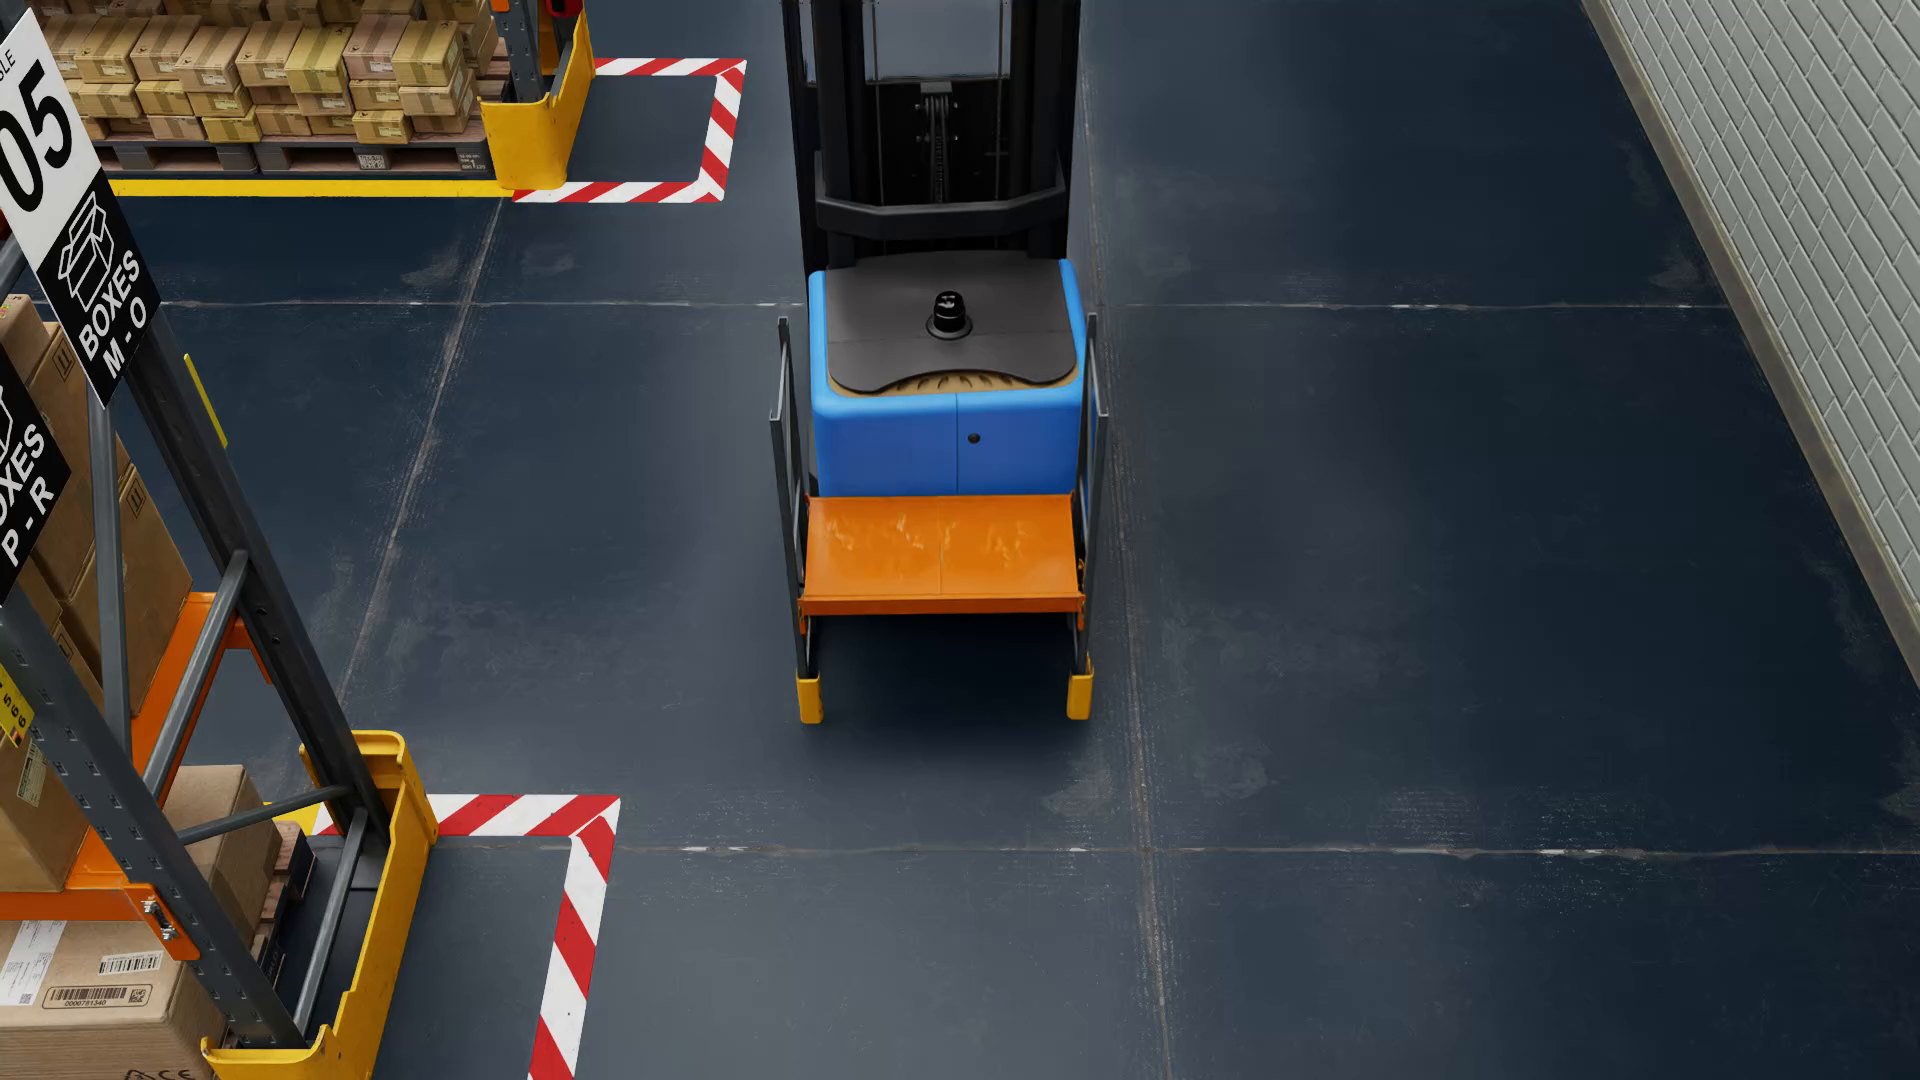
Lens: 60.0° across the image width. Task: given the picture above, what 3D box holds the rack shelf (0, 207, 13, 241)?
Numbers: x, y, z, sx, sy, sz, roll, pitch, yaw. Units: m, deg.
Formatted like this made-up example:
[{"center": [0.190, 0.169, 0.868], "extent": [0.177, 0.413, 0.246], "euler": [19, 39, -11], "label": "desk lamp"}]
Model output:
[{"center": [-4.040, -0.398, 3.594], "extent": [4.000, 0.370, 1.077], "euler": [0, 47, 0], "label": "rack shelf"}]

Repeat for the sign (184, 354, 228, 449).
[{"center": [-2.032, -0.343, 4.456], "extent": [0.005, 0.325, 0.100], "euler": [0, 47, 0], "label": "sign"}]

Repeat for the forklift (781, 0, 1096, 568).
[{"center": [-0.123, -1.840, 6.541], "extent": [1.130, 2.935, 3.031], "euler": [-3, 47, -3], "label": "forklift"}]

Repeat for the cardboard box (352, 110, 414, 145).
[{"center": [-2.907, -2.186, 8.477], "extent": [0.250, 0.149, 0.380], "euler": [1, 47, 1], "label": "cardboard box"}]

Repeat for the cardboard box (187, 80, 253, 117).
[{"center": [-3.689, -2.297, 8.377], "extent": [0.250, 0.149, 0.380], "euler": [1, 47, 1], "label": "cardboard box"}]

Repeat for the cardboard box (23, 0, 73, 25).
[{"center": [-4.731, -2.856, 8.694], "extent": [0.250, 0.149, 0.380], "euler": [-2, 47, -2], "label": "cardboard box"}]

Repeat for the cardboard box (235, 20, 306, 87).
[{"center": [-3.422, -2.427, 8.295], "extent": [0.250, 0.149, 0.380], "euler": [-2, 47, -1], "label": "cardboard box"}]

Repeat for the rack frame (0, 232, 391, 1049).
[{"center": [-2.040, 0.385, 4.423], "extent": [0.127, 3.000, 1.000], "euler": [0, 47, 0], "label": "rack frame"}]

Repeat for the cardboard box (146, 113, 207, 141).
[{"center": [-3.947, -2.211, 8.500], "extent": [0.250, 0.149, 0.380], "euler": [1, 47, 1], "label": "cardboard box"}]

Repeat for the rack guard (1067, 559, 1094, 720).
[{"center": [0.439, 0.371, 6.314], "extent": [0.087, 0.250, 0.587], "euler": [-1, 47, -1], "label": "rack guard"}]

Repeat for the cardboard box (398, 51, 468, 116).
[{"center": [-2.651, -2.304, 8.384], "extent": [0.250, 0.149, 0.380], "euler": [-1, 47, -1], "label": "cardboard box"}]

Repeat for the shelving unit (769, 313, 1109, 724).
[{"center": [-0.059, -0.048, 5.851], "extent": [1.083, 1.500, 0.587], "euler": [-1, 47, -1], "label": "shelving unit"}]

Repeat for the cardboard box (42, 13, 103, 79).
[{"center": [-4.463, -2.478, 8.342], "extent": [0.250, 0.149, 0.380], "euler": [-2, 47, -1], "label": "cardboard box"}]

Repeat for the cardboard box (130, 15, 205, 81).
[{"center": [-3.954, -2.469, 8.334], "extent": [0.250, 0.149, 0.380], "euler": [-1, 47, -1], "label": "cardboard box"}]

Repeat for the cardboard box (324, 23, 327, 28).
[{"center": [-3.420, -2.759, 8.807], "extent": [0.250, 0.149, 0.380], "euler": [1, 47, 1], "label": "cardboard box"}]

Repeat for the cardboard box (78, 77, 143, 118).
[{"center": [-4.221, -2.291, 8.372], "extent": [0.250, 0.149, 0.380], "euler": [1, 47, 1], "label": "cardboard box"}]

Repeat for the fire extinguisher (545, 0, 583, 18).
[{"center": [-1.872, -2.747, 7.646], "extent": [0.183, 0.674, 0.296], "euler": [0, 47, 0], "label": "fire extinguisher"}]

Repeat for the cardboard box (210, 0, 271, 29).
[{"center": [-3.698, -2.818, 8.659], "extent": [0.250, 0.149, 0.380], "euler": [2, 47, 2], "label": "cardboard box"}]

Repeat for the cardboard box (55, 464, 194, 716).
[{"center": [-2.519, 0.139, 4.584], "extent": [0.500, 0.500, 0.500], "euler": [0, 47, 0], "label": "cardboard box"}]

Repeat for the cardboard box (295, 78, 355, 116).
[{"center": [-3.171, -2.305, 8.384], "extent": [0.250, 0.149, 0.380], "euler": [-2, 47, -1], "label": "cardboard box"}]

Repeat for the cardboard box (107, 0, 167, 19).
[{"center": [-4.213, -2.783, 8.626], "extent": [0.250, 0.149, 0.380], "euler": [0, 47, 0], "label": "cardboard box"}]

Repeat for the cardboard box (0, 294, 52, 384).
[{"center": [-2.394, -0.415, 3.973], "extent": [0.250, 0.149, 0.380], "euler": [1, 47, 1], "label": "cardboard box"}]

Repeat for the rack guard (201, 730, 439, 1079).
[{"center": [-2.016, 1.237, 5.338], "extent": [0.348, 0.500, 1.175], "euler": [0, 47, 0], "label": "rack guard"}]

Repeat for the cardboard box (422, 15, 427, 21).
[{"center": [-2.919, -2.743, 8.793], "extent": [0.250, 0.149, 0.380], "euler": [0, 47, 0], "label": "cardboard box"}]

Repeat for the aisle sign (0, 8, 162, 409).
[{"center": [-1.967, -0.713, 3.669], "extent": [0.004, 0.787, 0.394], "euler": [0, 47, 0], "label": "aisle sign"}]

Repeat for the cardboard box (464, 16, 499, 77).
[{"center": [-2.645, -2.646, 8.905], "extent": [0.250, 0.149, 0.380], "euler": [1, 47, 1], "label": "cardboard box"}]

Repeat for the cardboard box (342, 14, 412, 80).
[{"center": [-2.904, -2.472, 8.337], "extent": [0.250, 0.149, 0.380], "euler": [1, 47, 1], "label": "cardboard box"}]

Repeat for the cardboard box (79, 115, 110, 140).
[{"center": [-4.462, -2.211, 8.501], "extent": [0.250, 0.149, 0.380], "euler": [-1, 47, -1], "label": "cardboard box"}]

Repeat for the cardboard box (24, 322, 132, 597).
[{"center": [-2.519, -0.200, 4.216], "extent": [0.500, 0.500, 0.500], "euler": [-1, 47, -1], "label": "cardboard box"}]

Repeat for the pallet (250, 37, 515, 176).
[{"center": [-3.011, -2.317, 8.843], "extent": [1.213, 0.211, 1.003], "euler": [0, 47, 0], "label": "pallet"}]

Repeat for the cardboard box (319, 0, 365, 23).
[{"center": [-3.173, -2.871, 8.708], "extent": [0.250, 0.149, 0.380], "euler": [0, 47, 0], "label": "cardboard box"}]

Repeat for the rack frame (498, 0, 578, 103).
[{"center": [-2.122, -3.239, 7.796], "extent": [0.127, 3.000, 1.000], "euler": [0, 47, 0], "label": "rack frame"}]

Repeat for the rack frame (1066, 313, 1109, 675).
[{"center": [0.440, -0.054, 5.857], "extent": [0.032, 1.500, 0.500], "euler": [-1, 47, -1], "label": "rack frame"}]

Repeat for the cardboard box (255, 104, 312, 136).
[{"center": [-3.418, -2.241, 8.528], "extent": [0.250, 0.149, 0.380], "euler": [1, 47, 1], "label": "cardboard box"}]

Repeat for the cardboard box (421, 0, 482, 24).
[{"center": [-2.645, -2.863, 8.701], "extent": [0.250, 0.149, 0.380], "euler": [-2, 47, -2], "label": "cardboard box"}]

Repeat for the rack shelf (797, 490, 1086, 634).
[{"center": [-0.068, 0.075, 5.982], "extent": [1.000, 0.185, 0.538], "euler": [-1, 47, -1], "label": "rack shelf"}]
